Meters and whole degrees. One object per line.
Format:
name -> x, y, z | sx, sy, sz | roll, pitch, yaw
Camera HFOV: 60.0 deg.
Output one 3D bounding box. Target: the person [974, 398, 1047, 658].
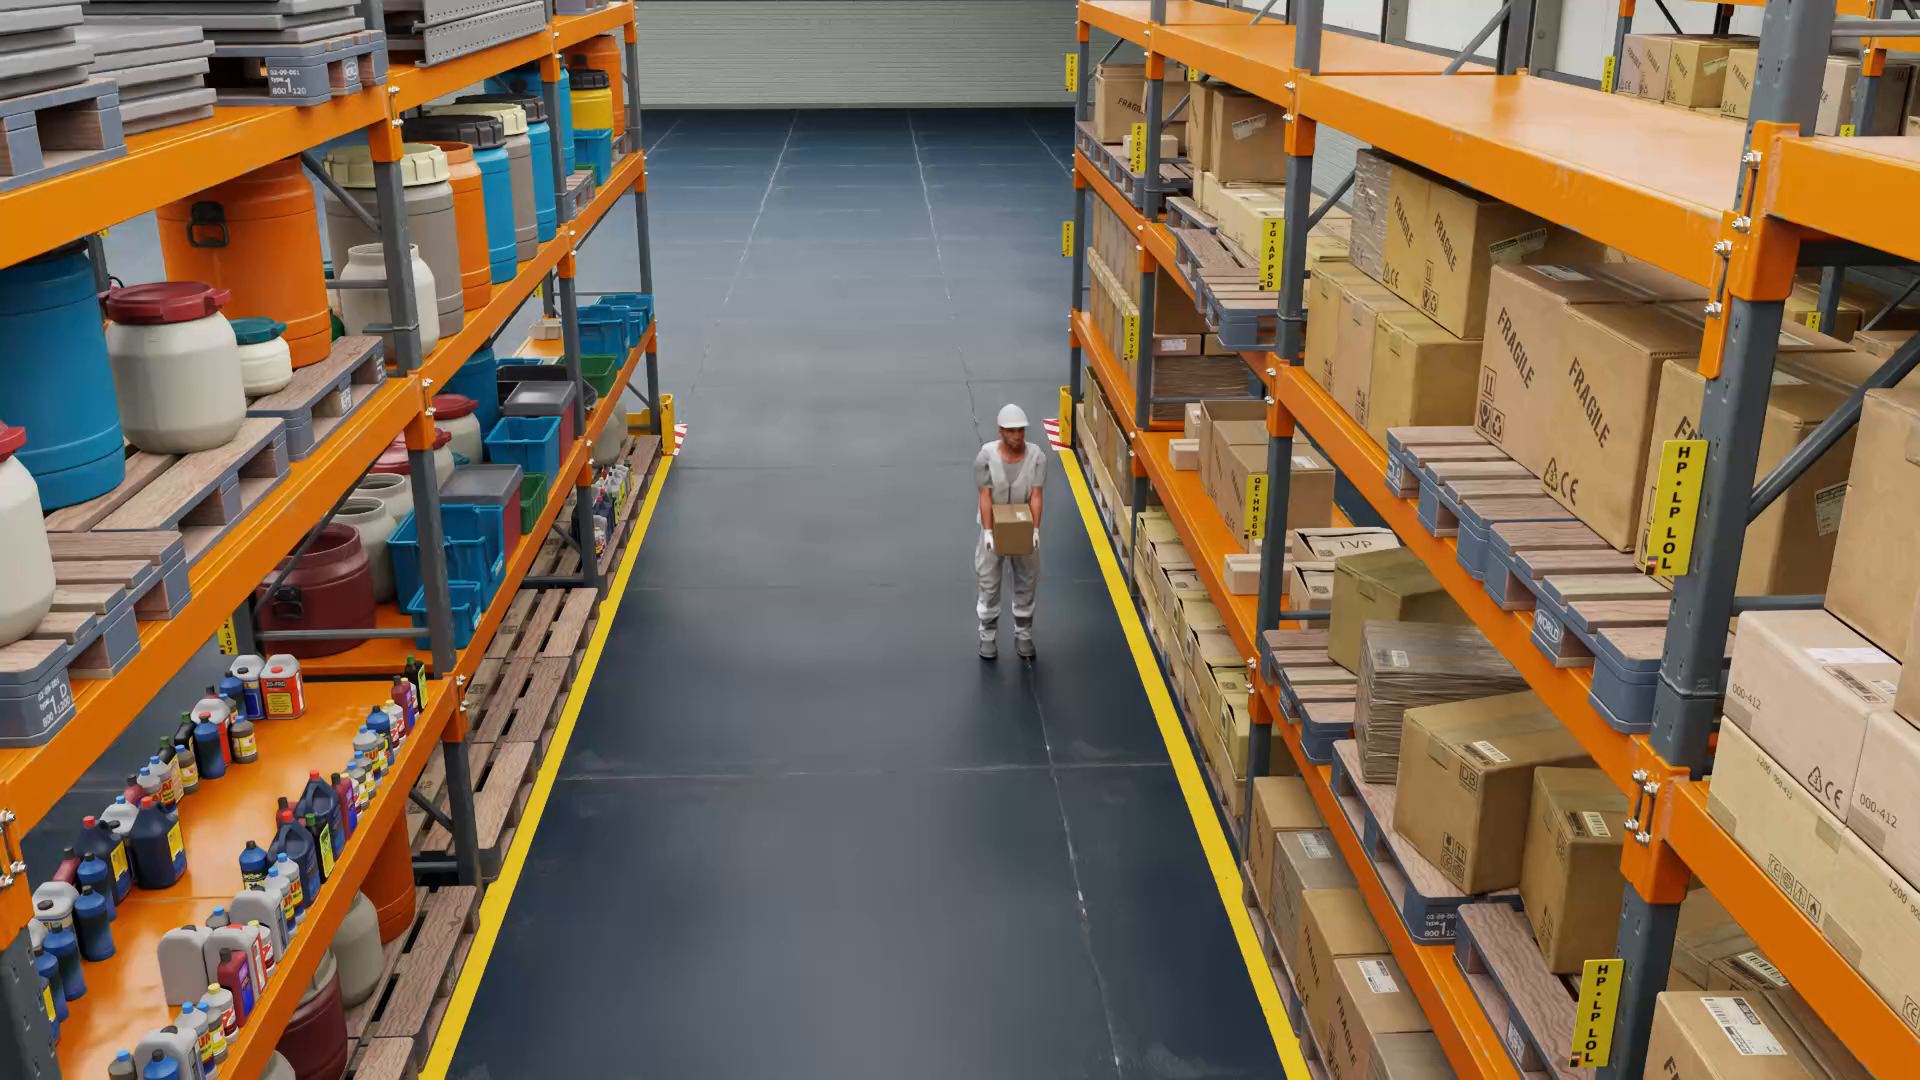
person -> 0.343, -0.046, 11.172 | 0.494, 1.782, 0.560 | -1, 20, -2
